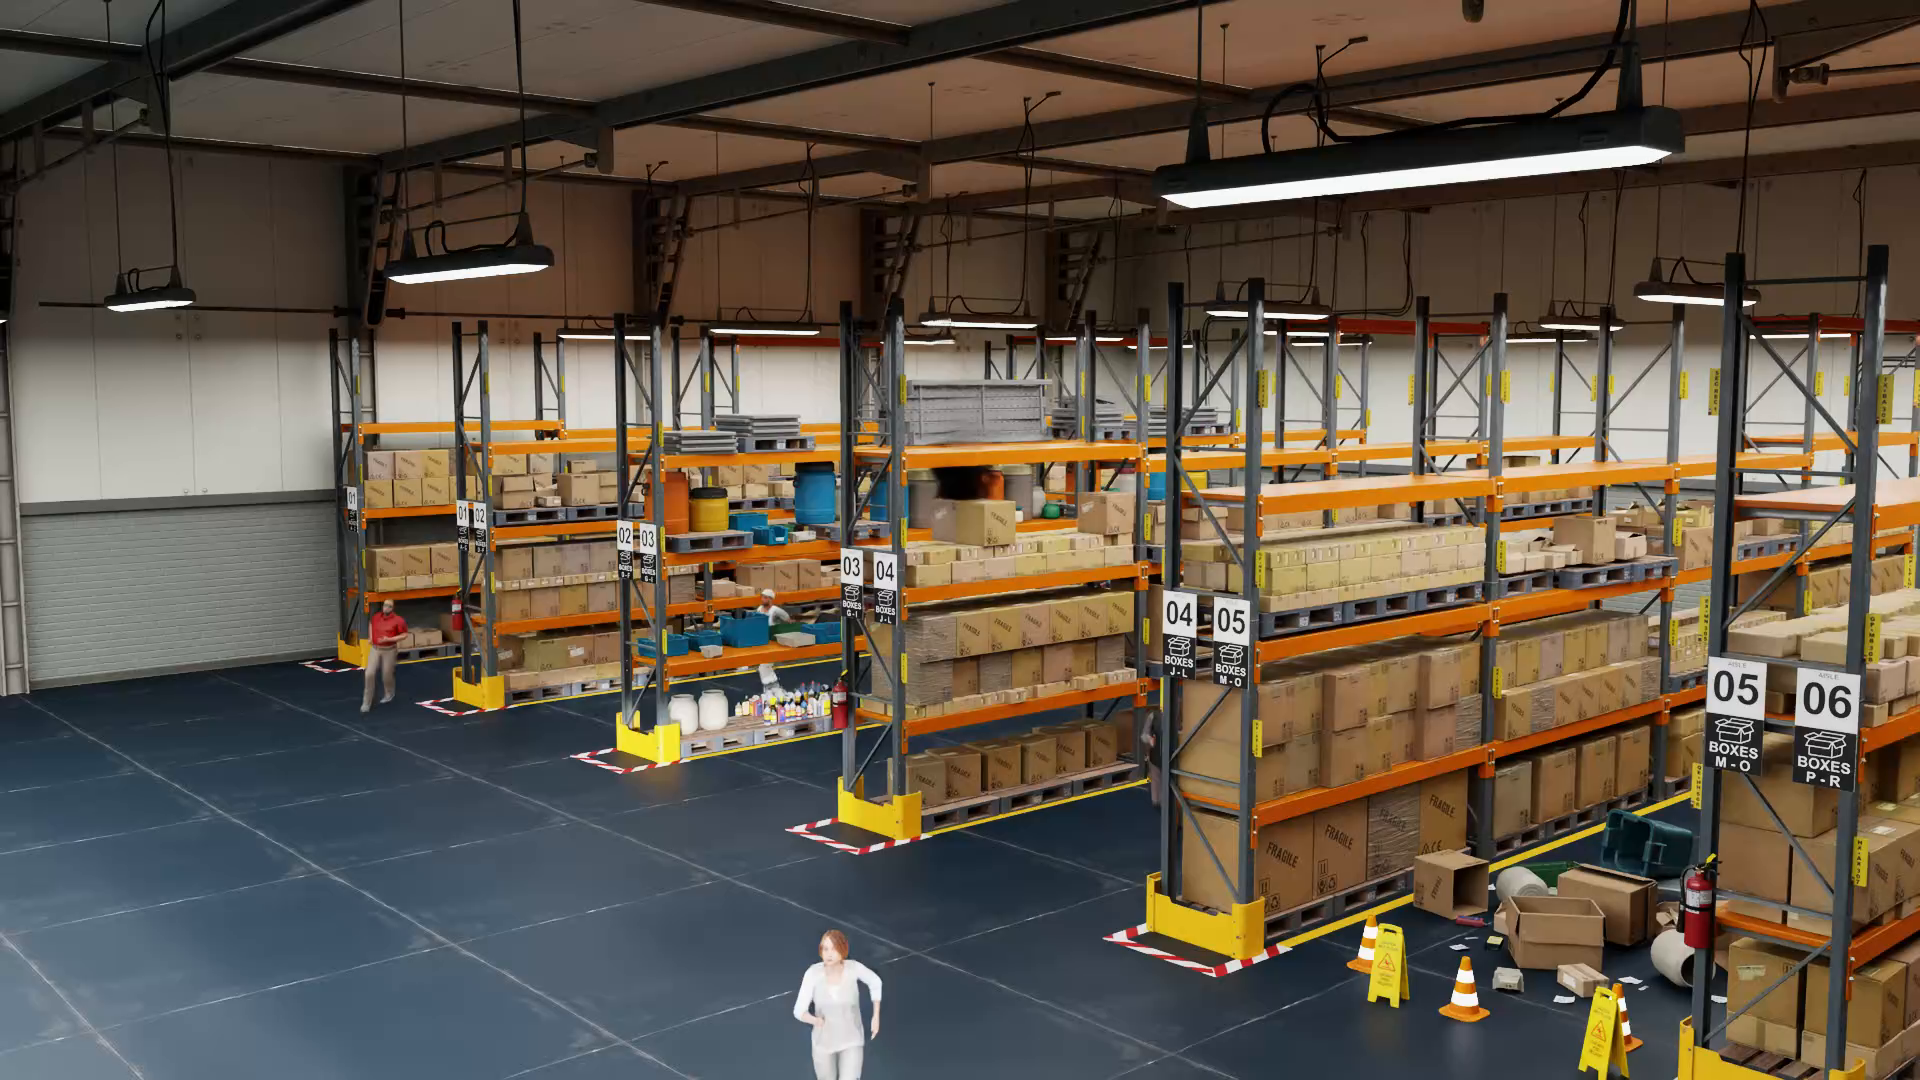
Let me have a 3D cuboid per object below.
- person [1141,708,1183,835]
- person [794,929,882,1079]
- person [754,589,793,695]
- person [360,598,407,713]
[{"bbox_3d":[2.238,2.409,17.774,0.624,1.686,0.743,4,7,34],"label":"person"},{"bbox_3d":[-0.790,3.302,10.847,0.549,1.629,0.850,0,6,2],"label":"person"},{"bbox_3d":[-3.060,1.683,26.247,0.632,1.824,0.705,5,7,39],"label":"person"},{"bbox_3d":[-8.917,1.777,25.885,0.673,1.758,0.832,0,6,0],"label":"person"}]
